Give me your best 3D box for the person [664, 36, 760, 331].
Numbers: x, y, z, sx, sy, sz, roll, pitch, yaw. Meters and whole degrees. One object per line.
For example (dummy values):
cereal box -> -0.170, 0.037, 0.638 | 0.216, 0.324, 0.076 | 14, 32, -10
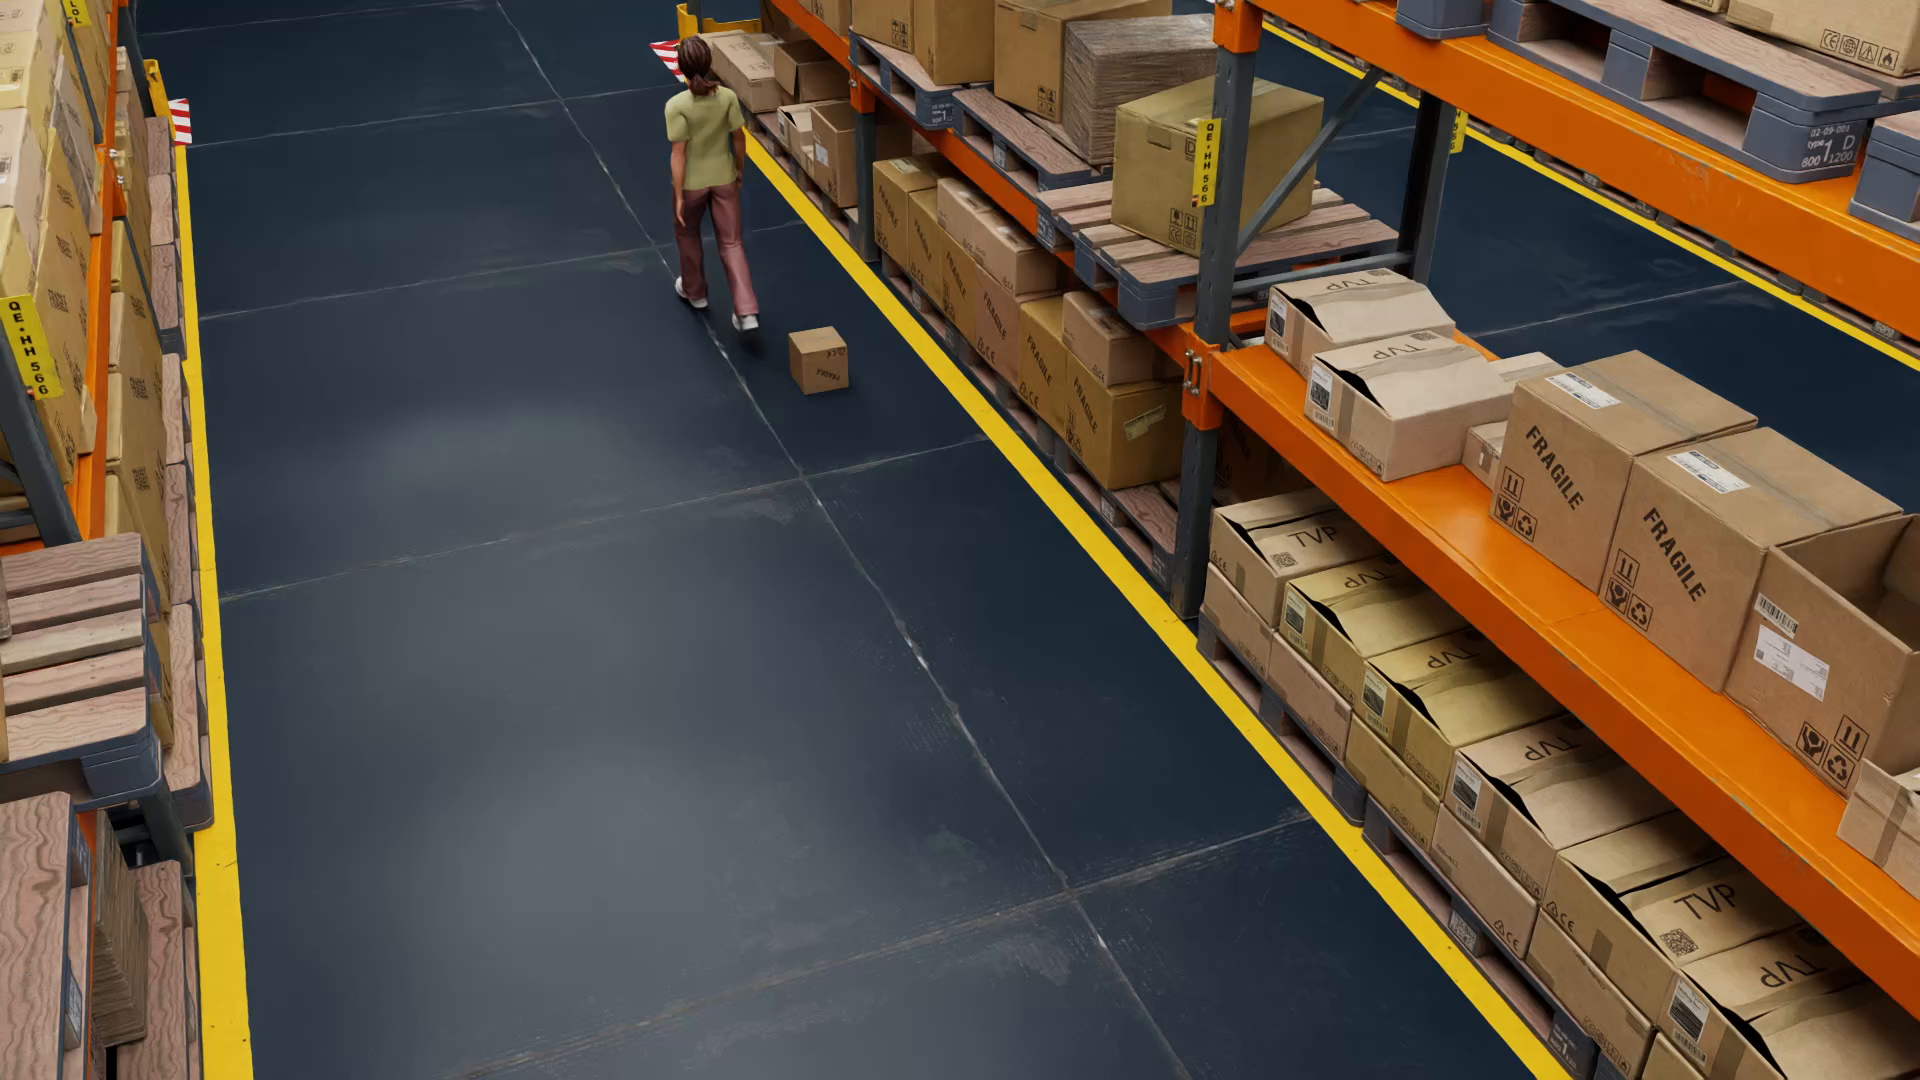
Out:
person -> -1.368, -1.941, 9.063 | 0.446, 1.633, 0.958 | -13, 36, -18
